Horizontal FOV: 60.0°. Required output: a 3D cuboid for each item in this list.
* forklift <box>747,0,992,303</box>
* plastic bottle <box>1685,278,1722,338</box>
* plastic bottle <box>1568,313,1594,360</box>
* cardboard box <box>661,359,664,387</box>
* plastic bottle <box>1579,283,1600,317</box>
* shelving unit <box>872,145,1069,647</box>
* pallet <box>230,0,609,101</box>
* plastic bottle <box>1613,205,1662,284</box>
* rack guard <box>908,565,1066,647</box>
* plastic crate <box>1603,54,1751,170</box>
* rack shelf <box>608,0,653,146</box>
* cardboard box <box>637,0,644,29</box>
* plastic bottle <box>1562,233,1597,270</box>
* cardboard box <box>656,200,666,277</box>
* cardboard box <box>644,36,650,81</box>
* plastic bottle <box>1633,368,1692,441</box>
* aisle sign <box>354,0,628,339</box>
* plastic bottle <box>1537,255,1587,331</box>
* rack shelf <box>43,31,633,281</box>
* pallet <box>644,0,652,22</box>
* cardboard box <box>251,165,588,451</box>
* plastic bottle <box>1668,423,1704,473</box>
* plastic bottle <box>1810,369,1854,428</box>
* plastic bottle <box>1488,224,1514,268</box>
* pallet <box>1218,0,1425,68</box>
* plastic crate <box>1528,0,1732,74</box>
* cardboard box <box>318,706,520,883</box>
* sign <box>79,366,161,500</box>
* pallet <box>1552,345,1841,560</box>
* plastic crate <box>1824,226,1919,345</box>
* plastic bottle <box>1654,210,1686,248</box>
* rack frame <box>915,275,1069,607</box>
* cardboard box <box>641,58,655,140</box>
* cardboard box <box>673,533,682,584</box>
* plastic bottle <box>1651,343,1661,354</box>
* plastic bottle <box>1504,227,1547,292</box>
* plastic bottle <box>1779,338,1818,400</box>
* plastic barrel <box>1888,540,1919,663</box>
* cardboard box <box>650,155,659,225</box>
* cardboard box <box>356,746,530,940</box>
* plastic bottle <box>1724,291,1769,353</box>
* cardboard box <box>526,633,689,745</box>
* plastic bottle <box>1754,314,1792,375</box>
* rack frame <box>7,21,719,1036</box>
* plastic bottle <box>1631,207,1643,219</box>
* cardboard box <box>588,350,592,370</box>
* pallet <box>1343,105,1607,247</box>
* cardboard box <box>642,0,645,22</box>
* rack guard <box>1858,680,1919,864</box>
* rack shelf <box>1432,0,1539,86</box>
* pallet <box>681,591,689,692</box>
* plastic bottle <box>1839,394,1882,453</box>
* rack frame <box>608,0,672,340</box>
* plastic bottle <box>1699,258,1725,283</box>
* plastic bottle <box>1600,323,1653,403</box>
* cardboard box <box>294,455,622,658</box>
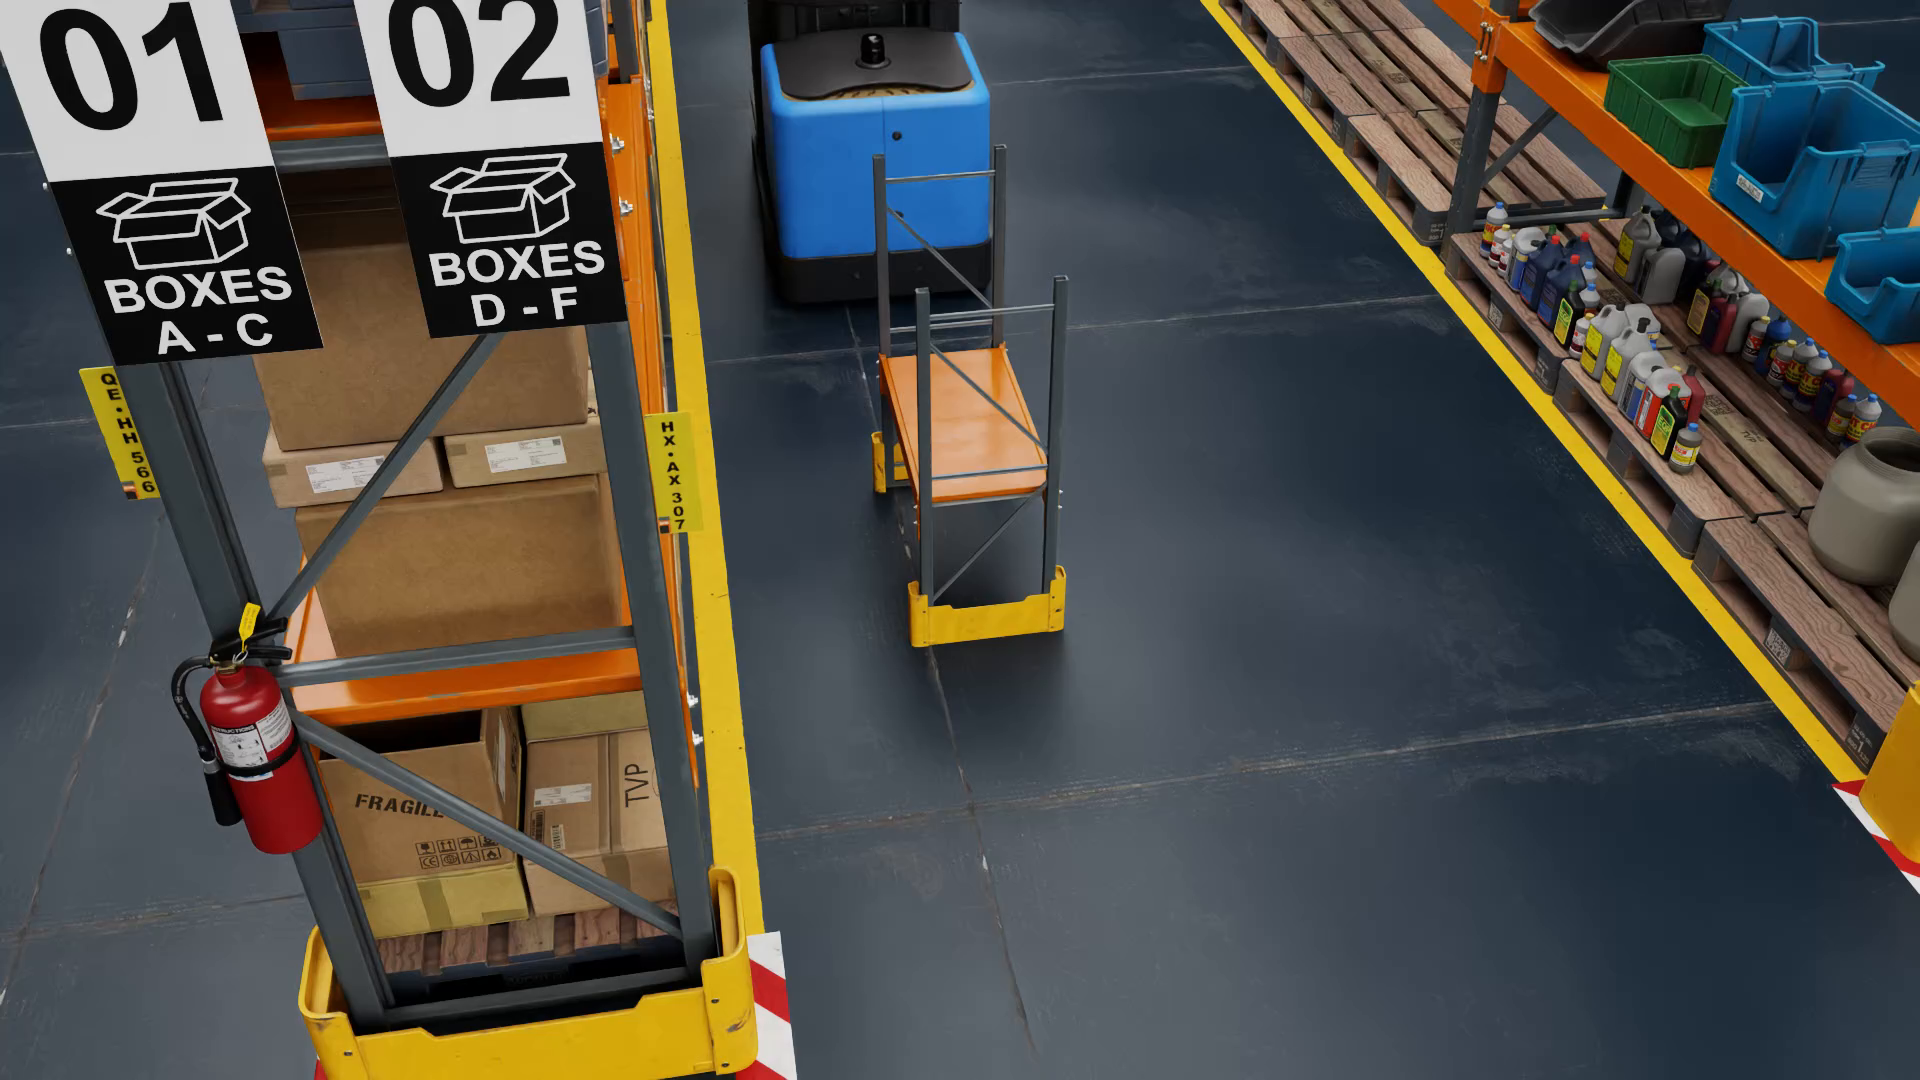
[{"bbox_3d":[-0.588,-3.215,8.500,1.130,2.935,3.031,-6,38,-7],"label":"forklift"},{"bbox_3d":[3.380,-1.071,7.539,0.061,0.283,0.133,-6,38,-8],"label":"plastic bottle"},{"bbox_3d":[2.782,-0.914,7.404,0.097,0.201,0.097,0,38,0],"label":"plastic bottle"},{"bbox_3d":[-1.513,-0.655,7.047,0.500,0.250,0.500,-6,38,-8],"label":"cardboard box"},{"bbox_3d":[2.818,-1.030,7.497,0.097,0.271,0.097,0,38,0],"label":"plastic bottle"},{"bbox_3d":[0.013,-0.546,6.231,0.587,1.500,1.083,-6,38,-8],"label":"shelving unit"},{"bbox_3d":[-1.285,-1.298,3.603,1.003,0.211,1.213,-6,38,-8],"label":"pallet"},{"bbox_3d":[3.244,-1.419,7.932,0.144,0.351,0.185,-6,38,-8],"label":"plastic bottle"},{"bbox_3d":[0.101,0.248,6.227,0.587,0.250,0.087,-6,38,-8],"label":"rack guard"},{"bbox_3d":[2.949,-1.731,6.706,0.450,0.188,0.662,-6,38,-8],"label":"plastic crate"},{"bbox_3d":[-2.239,-3.058,8.828,1.077,0.370,4.000,-6,38,-8],"label":"rack shelf"},{"bbox_3d":[-2.072,-2.944,9.536,0.500,0.311,0.500,-6,38,-8],"label":"cardboard box"},{"bbox_3d":[2.864,-1.276,7.748,0.144,0.351,0.185,-6,38,-8],"label":"plastic bottle"},{"bbox_3d":[-1.715,-1.485,8.115,0.500,0.250,0.500,-7,38,-9],"label":"cardboard box"},{"bbox_3d":[-2.078,-2.724,9.710,0.500,0.250,0.500,-5,38,-7],"label":"cardboard box"},{"bbox_3d":[2.920,-0.565,6.893,0.152,0.276,0.135,-6,38,-8],"label":"plastic bottle"},{"bbox_3d":[-0.874,-0.738,3.137,0.394,0.787,0.004,-6,38,-8],"label":"aisle sign"},{"bbox_3d":[2.755,-1.147,7.581,0.144,0.351,0.185,-8,39,-10],"label":"plastic bottle"},{"bbox_3d":[-1.537,-1.827,4.798,1.077,0.370,4.000,-6,38,-8],"label":"rack shelf"},{"bbox_3d":[-2.683,-3.904,11.604,1.003,0.211,1.213,-6,38,-8],"label":"pallet"},{"bbox_3d":[-1.265,-0.586,3.920,0.700,0.500,0.500,-6,38,-8],"label":"cardboard box"},{"bbox_3d":[2.937,-0.380,6.716,0.097,0.201,0.097,0,38,0],"label":"plastic bottle"},{"bbox_3d":[3.658,-0.617,6.955,0.061,0.283,0.133,-6,38,-7],"label":"plastic bottle"},{"bbox_3d":[2.631,-1.433,8.072,0.097,0.201,0.097,0,38,0],"label":"plastic bottle"},{"bbox_3d":[2.386,-3.508,11.093,1.003,0.211,1.213,-6,38,-8],"label":"pallet"},{"bbox_3d":[2.956,-2.311,7.330,0.767,0.338,0.504,-6,38,-8],"label":"plastic crate"},{"bbox_3d":[-1.574,0.613,4.803,0.500,0.500,0.500,-6,38,-8],"label":"cardboard box"},{"bbox_3d":[-1.723,-0.219,3.451,0.100,0.325,0.005,-6,38,-8],"label":"sign"},{"bbox_3d":[3.283,-0.415,7.113,1.003,0.211,1.213,-6,38,-8],"label":"pallet"},{"bbox_3d":[3.200,-0.853,5.525,0.499,0.251,0.408,-6,38,-8],"label":"plastic crate"},{"bbox_3d":[3.386,-1.435,7.952,0.144,0.351,0.185,-7,38,-9],"label":"plastic bottle"},{"bbox_3d":[0.104,-0.234,5.828,0.500,1.500,0.032,-6,38,-8],"label":"rack frame"},{"bbox_3d":[-1.890,-2.328,8.743,0.500,0.311,0.500,-7,38,-9],"label":"cardboard box"},{"bbox_3d":[-1.323,-0.053,6.272,0.500,0.250,0.500,-6,38,-8],"label":"cardboard box"},{"bbox_3d":[2.974,-0.758,7.203,0.097,0.201,0.097,0,38,0],"label":"plastic bottle"},{"bbox_3d":[2.697,-1.331,7.880,0.152,0.276,0.135,-5,38,-6],"label":"plastic bottle"},{"bbox_3d":[3.602,-0.741,7.125,0.097,0.271,0.097,0,38,0],"label":"plastic bottle"},{"bbox_3d":[3.500,0.178,5.761,0.421,0.512,0.421,0,38,0],"label":"plastic barrel"},{"bbox_3d":[-1.715,-1.712,7.951,0.500,0.311,0.500,-6,38,-8],"label":"cardboard box"},{"bbox_3d":[-1.572,0.909,5.034,0.500,0.250,0.500,-6,38,-8],"label":"cardboard box"},{"bbox_3d":[3.501,-0.996,7.448,0.152,0.276,0.135,-6,38,-7],"label":"plastic bottle"},{"bbox_3d":[-1.153,0.552,5.493,0.500,0.250,0.500,-6,38,-8],"label":"cardboard box"},{"bbox_3d":[3.566,-0.864,7.282,0.097,0.271,0.097,0,38,0],"label":"plastic bottle"},{"bbox_3d":[-1.187,0.281,3.943,1.000,3.000,0.127,-6,38,-8],"label":"rack frame"},{"bbox_3d":[3.360,-1.548,8.220,0.097,0.201,0.097,0,38,0],"label":"plastic bottle"},{"bbox_3d":[-1.092,-0.434,4.253,0.380,0.149,0.250,-7,38,-9],"label":"cardboard box"},{"bbox_3d":[2.813,-2.034,9.196,1.003,0.211,1.213,-6,38,-8],"label":"pallet"},{"bbox_3d":[-2.257,-3.339,10.502,0.500,0.250,0.500,-5,38,-7],"label":"cardboard box"},{"bbox_3d":[3.631,0.697,5.445,1.175,0.500,0.348,-6,38,-8],"label":"rack guard"},{"bbox_3d":[2.639,-3.589,9.511,1.077,0.370,4.000,-6,38,-8],"label":"rack shelf"},{"bbox_3d":[-1.572,0.190,6.333,1.003,0.211,1.213,-6,38,-8],"label":"pallet"},{"bbox_3d":[3.680,-0.474,6.780,0.097,0.271,0.097,0,38,0],"label":"plastic bottle"},{"bbox_3d":[-1.888,-2.135,7.053,1.000,3.000,0.127,-6,38,-8],"label":"rack frame"},{"bbox_3d":[3.489,-1.198,7.703,0.061,0.283,0.133,-4,38,-5],"label":"plastic bottle"},{"bbox_3d":[2.863,-0.777,7.106,0.144,0.351,0.185,-5,38,-6],"label":"plastic bottle"},{"bbox_3d":[-1.256,-0.041,4.277,0.700,0.500,0.500,-6,38,-8],"label":"cardboard box"}]
